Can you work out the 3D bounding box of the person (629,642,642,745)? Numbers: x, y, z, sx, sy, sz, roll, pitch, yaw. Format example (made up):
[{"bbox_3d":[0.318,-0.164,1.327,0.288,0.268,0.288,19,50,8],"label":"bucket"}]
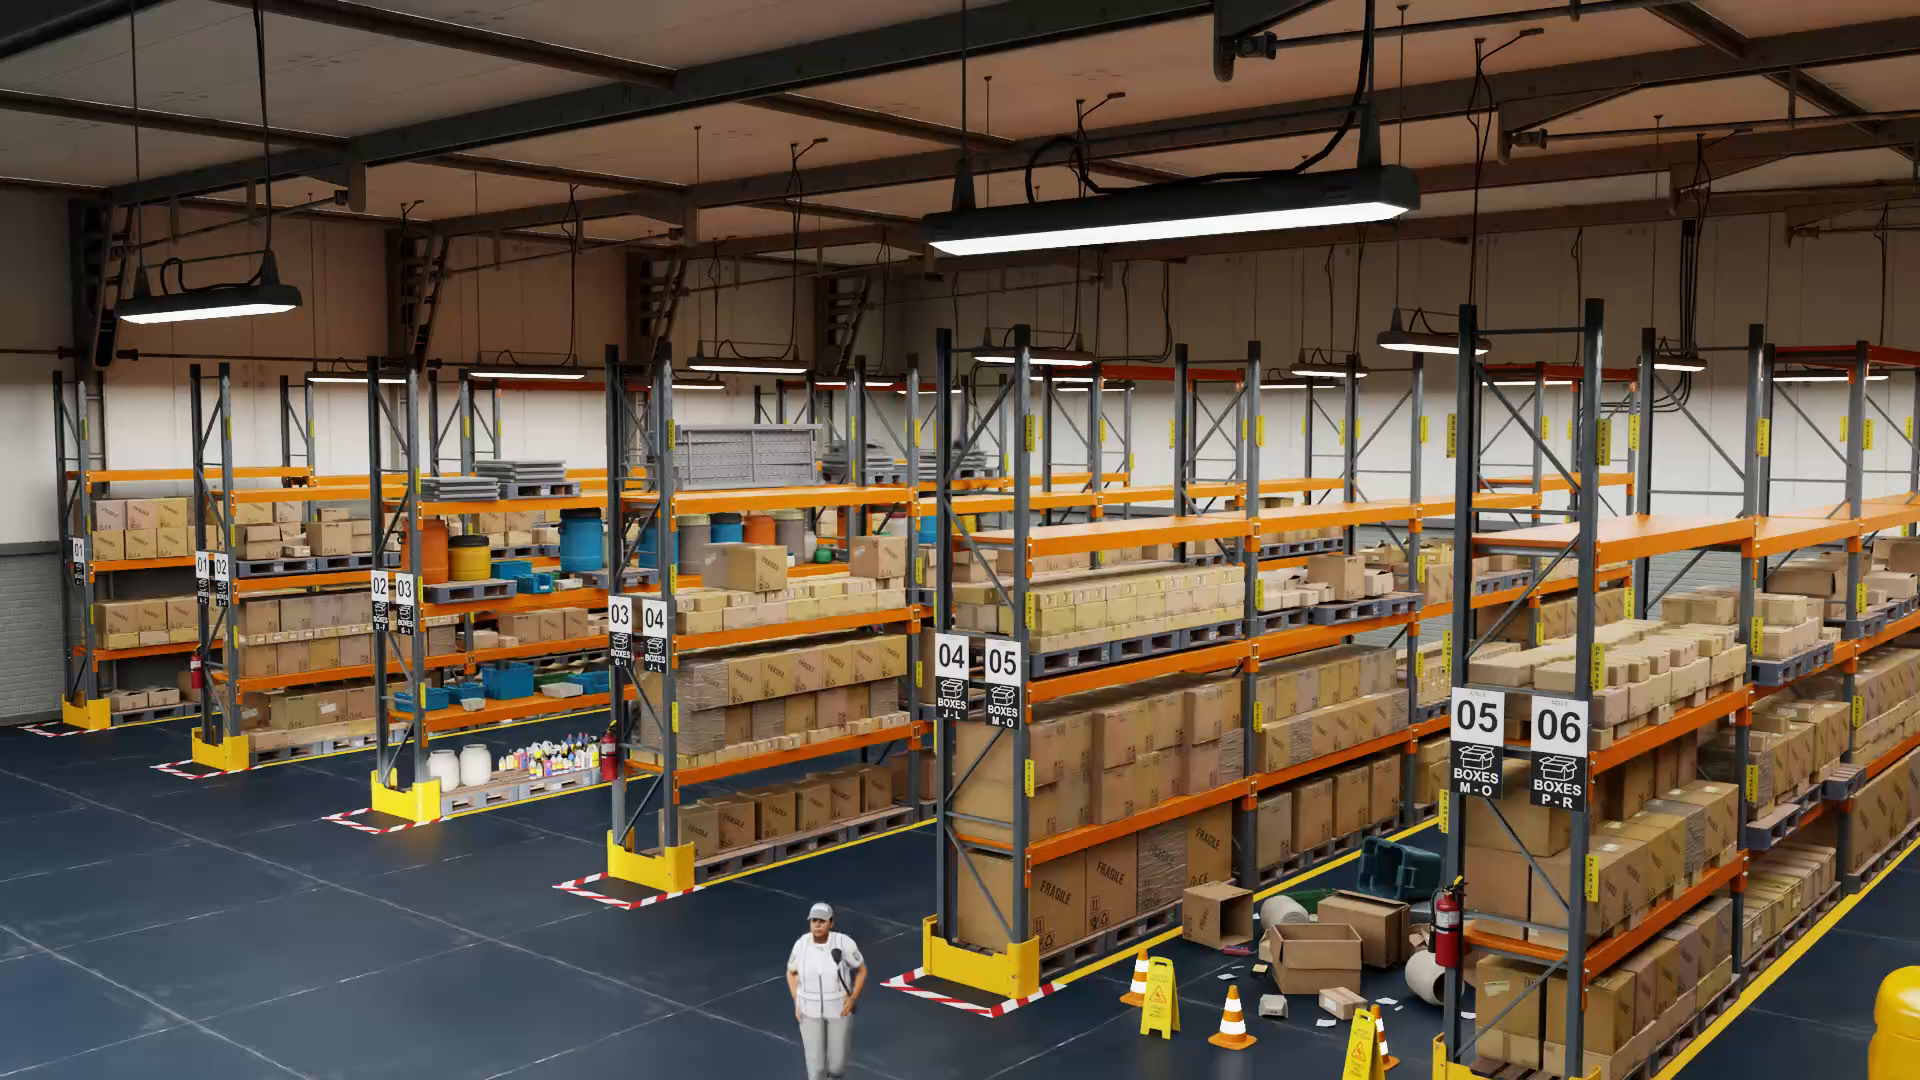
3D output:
[{"bbox_3d":[-5.191,2.381,26.439,0.659,1.829,0.759,4,6,43],"label":"person"}]

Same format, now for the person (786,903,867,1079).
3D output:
[{"bbox_3d":[-0.989,3.475,12.280,0.602,1.647,0.585,0,4,2],"label":"person"}]

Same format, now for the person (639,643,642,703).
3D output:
[{"bbox_3d":[-5.374,2.295,27.413,0.710,1.747,0.968,3,5,36],"label":"person"}]

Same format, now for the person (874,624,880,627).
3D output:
[{"bbox_3d":[-1.398,1.920,33.057,0.699,1.738,0.758,2,5,27],"label":"person"}]

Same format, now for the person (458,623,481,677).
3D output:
[{"bbox_3d":[-8.735,2.235,29.831,0.529,1.556,0.602,4,5,41],"label":"person"}]
